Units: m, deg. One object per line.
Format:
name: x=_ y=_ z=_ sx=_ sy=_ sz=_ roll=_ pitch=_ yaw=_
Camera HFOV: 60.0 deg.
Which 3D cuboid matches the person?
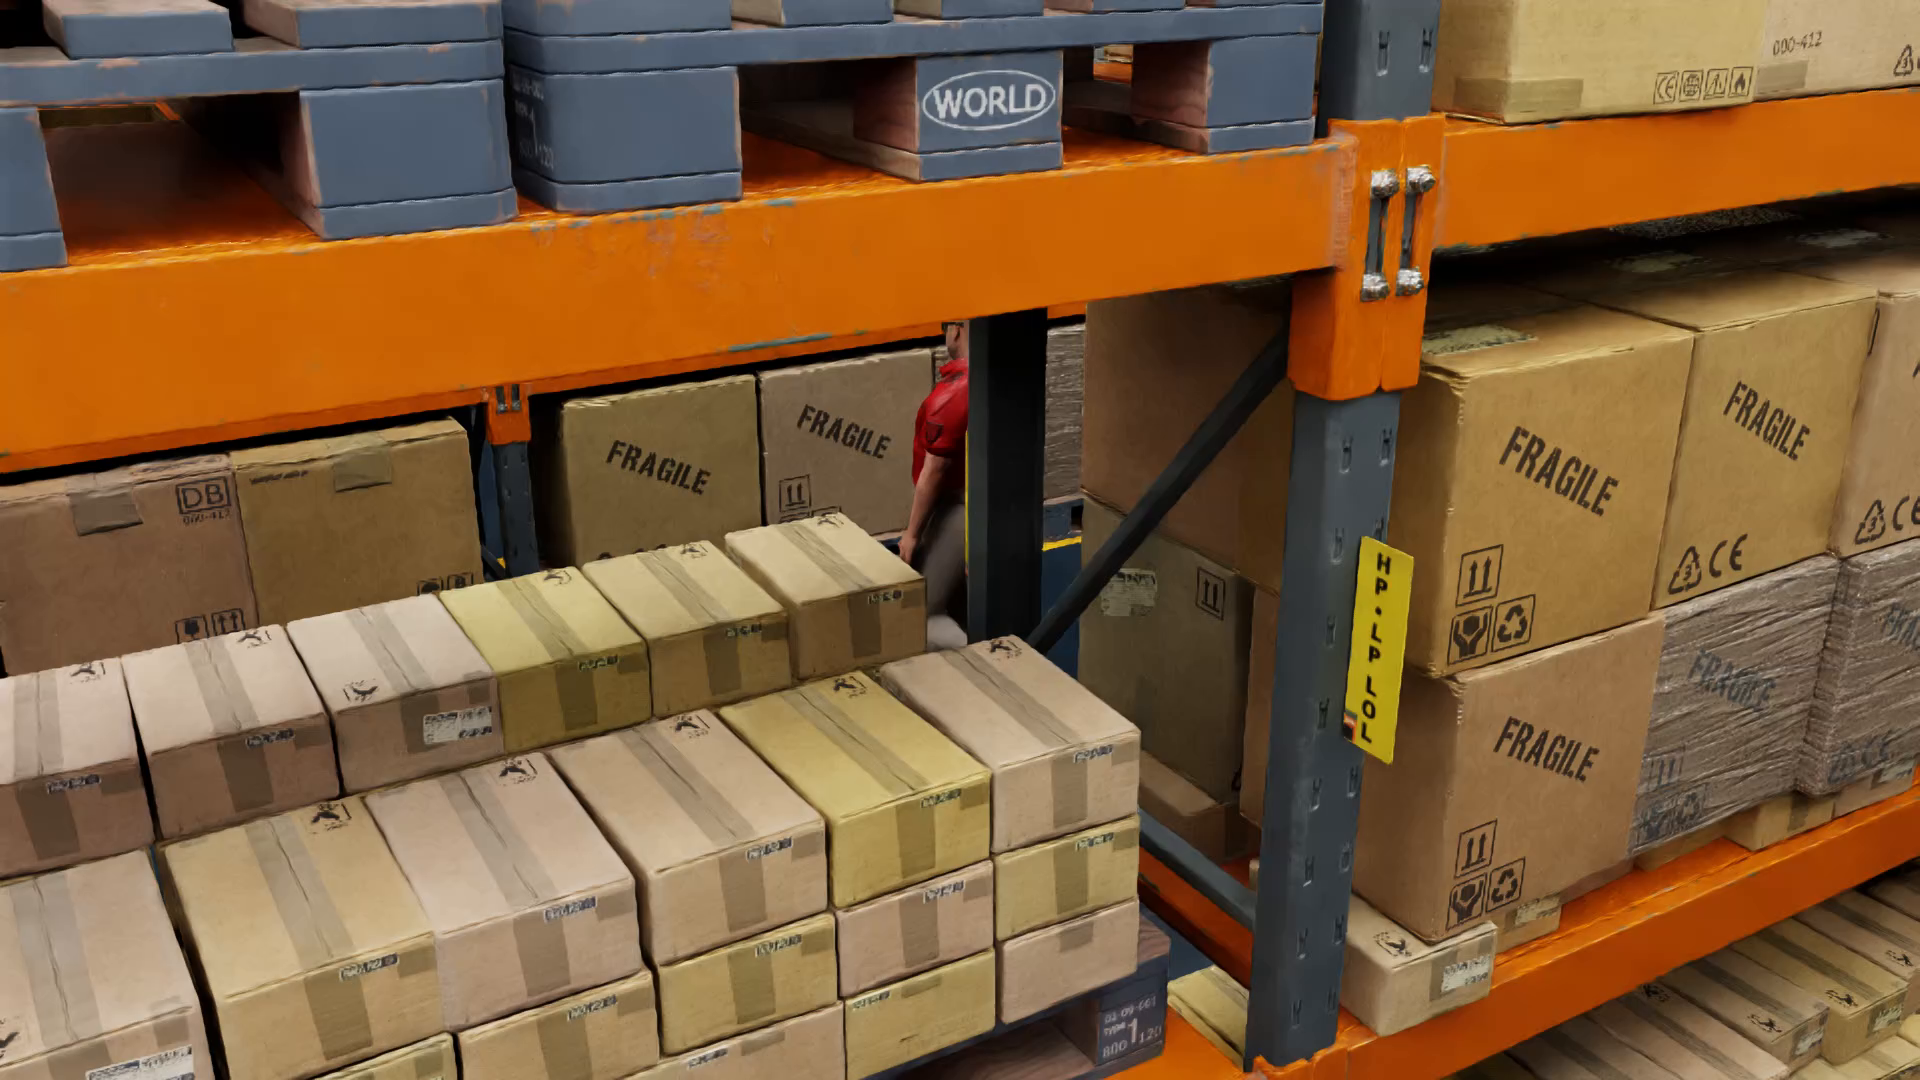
person: x=0.025 y=-0.055 z=6.225 sx=0.564 sy=1.734 sz=0.577 roll=13 pitch=25 yaw=30
